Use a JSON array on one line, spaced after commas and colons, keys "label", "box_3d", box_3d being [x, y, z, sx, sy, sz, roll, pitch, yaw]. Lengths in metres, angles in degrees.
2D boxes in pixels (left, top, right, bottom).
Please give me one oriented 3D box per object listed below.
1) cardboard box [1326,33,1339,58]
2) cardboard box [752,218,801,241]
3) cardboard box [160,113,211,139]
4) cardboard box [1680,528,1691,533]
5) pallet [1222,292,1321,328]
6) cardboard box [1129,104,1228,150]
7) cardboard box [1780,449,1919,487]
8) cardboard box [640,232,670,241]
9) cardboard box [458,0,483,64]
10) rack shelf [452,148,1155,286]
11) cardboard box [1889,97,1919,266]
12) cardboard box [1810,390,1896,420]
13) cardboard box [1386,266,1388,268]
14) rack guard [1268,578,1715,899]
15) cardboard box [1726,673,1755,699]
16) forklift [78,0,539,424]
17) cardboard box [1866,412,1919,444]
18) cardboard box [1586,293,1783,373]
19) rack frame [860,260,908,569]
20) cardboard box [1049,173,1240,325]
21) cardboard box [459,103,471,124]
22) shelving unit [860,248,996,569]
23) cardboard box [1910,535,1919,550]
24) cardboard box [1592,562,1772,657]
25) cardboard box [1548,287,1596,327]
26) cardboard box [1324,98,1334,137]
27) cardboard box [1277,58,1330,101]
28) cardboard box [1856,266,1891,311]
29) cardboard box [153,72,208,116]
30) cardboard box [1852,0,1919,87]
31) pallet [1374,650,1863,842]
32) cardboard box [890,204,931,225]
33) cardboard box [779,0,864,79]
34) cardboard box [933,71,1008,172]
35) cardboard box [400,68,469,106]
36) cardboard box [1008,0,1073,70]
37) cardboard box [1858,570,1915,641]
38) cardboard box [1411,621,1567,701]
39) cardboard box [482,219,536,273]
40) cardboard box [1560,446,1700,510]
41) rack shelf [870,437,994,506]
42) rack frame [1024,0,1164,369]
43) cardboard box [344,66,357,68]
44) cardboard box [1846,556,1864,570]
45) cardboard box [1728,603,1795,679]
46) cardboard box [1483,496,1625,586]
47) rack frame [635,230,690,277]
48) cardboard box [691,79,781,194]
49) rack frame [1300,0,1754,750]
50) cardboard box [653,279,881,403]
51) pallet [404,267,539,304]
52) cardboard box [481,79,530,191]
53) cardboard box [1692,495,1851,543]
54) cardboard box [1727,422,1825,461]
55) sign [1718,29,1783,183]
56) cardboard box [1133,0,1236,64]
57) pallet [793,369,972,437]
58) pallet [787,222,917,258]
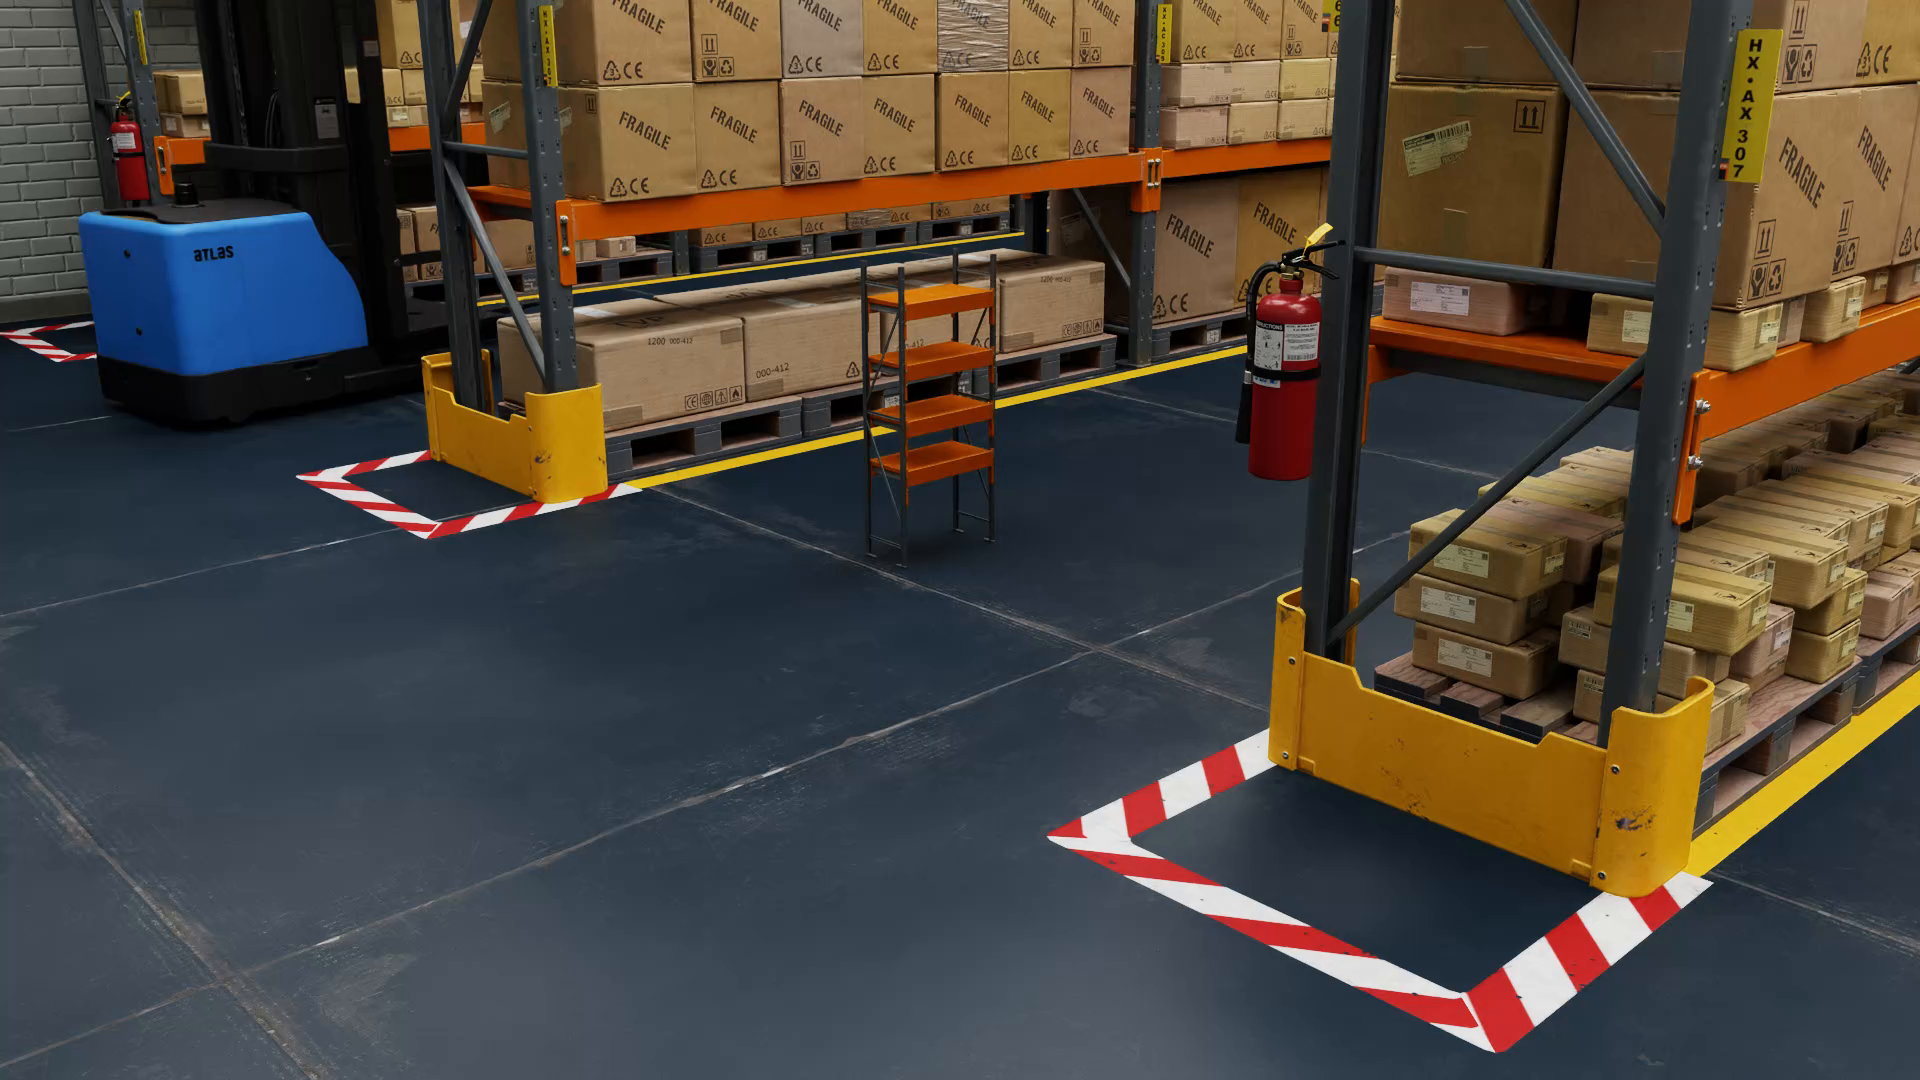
[{"label": "cardboard box", "box_3d": [2.402, -3.483, 11.082, 0.500, 0.500, 0.500, -17, 24, -42]}, {"label": "cardboard box", "box_3d": [-1.730, -2.890, 14.407, 0.500, 0.500, 0.500, -17, 24, -42]}, {"label": "cardboard box", "box_3d": [-5.095, -2.753, 11.021, 0.250, 0.149, 0.380, -16, 24, -41]}, {"label": "cardboard box", "box_3d": [2.195, 0.029, 5.490, 0.250, 0.149, 0.380, -17, 24, -41]}, {"label": "pallet", "box_3d": [2.193, -1.715, 11.931, 1.213, 0.211, 1.003, -16, 24, -41]}, {"label": "cardboard box", "box_3d": [1.298, -2.564, 10.271, 0.500, 0.250, 0.500, -17, 25, -42]}, {"label": "cardboard box", "box_3d": [3.038, -0.185, 5.668, 0.250, 0.149, 0.380, -16, 24, -41]}, {"label": "cardboard box", "box_3d": [-2.463, -2.893, 14.417, 0.500, 0.500, 0.500, -16, 24, -41]}, {"label": "cardboard box", "box_3d": [-3.881, -3.883, 12.643, 0.500, 0.500, 0.500, -17, 25, -42]}, {"label": "rack shelf", "box_3d": [-0.656, -1.835, 8.947, 4.000, 0.370, 1.077, -16, 24, -41]}, {"label": "cardboard box", "box_3d": [2.617, -1.108, 4.893, 0.500, 0.500, 0.500, -16, 24, -40]}, {"label": "cardboard box", "box_3d": [3.488, -0.503, 6.650, 0.250, 0.149, 0.380, -17, 24, -42]}, {"label": "cardboard box", "box_3d": [3.144, -2.510, 12.626, 0.875, 0.875, 0.875, -17, 24, -41]}, {"label": "rack guard", "box_3d": [1.420, 0.508, 4.608, 0.348, 0.500, 1.175, -16, 24, -41]}, {"label": "cardboard box", "box_3d": [2.099, 0.378, 4.897, 0.250, 0.149, 0.380, -16, 24, -41]}, {"label": "forklift", "box_3d": [-3.460, -2.401, 9.637, 1.130, 2.935, 3.031, 13, 22, 35]}, {"label": "cardboard box", "box_3d": [3.615, -0.351, 6.180, 0.250, 0.149, 0.380, -15, 23, -39]}, {"label": "cardboard box", "box_3d": [1.825, -0.541, 4.197, 0.250, 0.149, 0.380, -17, 24, -41]}, {"label": "rack frame", "box_3d": [-0.298, -0.484, 6.532, 0.015, 1.200, 0.240, -16, 24, -41]}, {"label": "cardboard box", "box_3d": [1.192, -1.939, 10.866, 0.875, 0.875, 0.875, -15, 23, -39]}, {"label": "cardboard box", "box_3d": [-3.808, -3.146, 12.231, 0.250, 0.149, 0.380, -16, 24, -41]}, {"label": "shelving unit", "box_3d": [-0.120, -0.536, 6.691, 0.503, 1.200, 0.258, -16, 24, -41]}, {"label": "cardboard box", "box_3d": [3.260, -0.097, 5.881, 0.380, 0.149, 0.250, 17, 24, 41]}, {"label": "cardboard box", "box_3d": [1.979, 0.173, 4.564, 0.380, 0.149, 0.250, 17, 24, 41]}, {"label": "cardboard box", "box_3d": [1.614, -0.723, 4.757, 0.250, 0.149, 0.380, -16, 24, -41]}, {"label": "cardboard box", "box_3d": [2.426, -2.882, 11.255, 0.500, 0.250, 0.500, -17, 24, -42]}, {"label": "cardboard box", "box_3d": [2.055, -3.015, 10.853, 0.500, 0.250, 0.500, -16, 24, -40]}, {"label": "cardboard box", "box_3d": [2.522, -0.787, 4.955, 0.250, 0.149, 0.380, -17, 24, -41]}, {"label": "cardboard box", "box_3d": [-5.008, -2.971, 11.045, 0.500, 0.250, 0.500, -16, 24, -41]}, {"label": "cardboard box", "box_3d": [2.236, -1.474, 4.402, 0.500, 0.500, 0.500, -15, 23, -39]}, {"label": "pallet", "box_3d": [2.035, 0.481, 5.159, 1.213, 0.211, 1.003, -16, 24, -41]}, {"label": "cardboard box", "box_3d": [-0.618, -3.218, 15.418, 0.500, 0.500, 0.500, -15, 23, -39]}, {"label": "cardboard box", "box_3d": [-0.826, -2.536, 8.160, 0.500, 0.500, 0.500, -16, 24, -41]}, {"label": "cardboard box", "box_3d": [-0.090, -2.273, 8.969, 0.500, 0.500, 0.500, -17, 24, -42]}, {"label": "cardboard box", "box_3d": [-3.919, -3.299, 12.057, 0.500, 0.250, 0.500, -17, 25, -42]}, {"label": "cardboard box", "box_3d": [0.270, -2.856, 9.148, 0.500, 0.500, 0.500, -17, 24, -42]}, {"label": "cardboard box", "box_3d": [2.897, 0.185, 5.491, 0.380, 0.149, 0.250, 16, 24, 41]}, {"label": "cardboard box", "box_3d": [1.604, 0.333, 5.036, 0.250, 0.149, 0.380, -16, 24, -40]}, {"label": "cardboard box", "box_3d": [-3.611, -2.376, 12.822, 0.700, 0.500, 0.500, 17, 24, 42]}, {"label": "cardboard box", "box_3d": [2.287, -0.195, 5.699, 0.250, 0.149, 0.380, -15, 23, -39]}, {"label": "rack shelf", "box_3d": [-0.120, -0.283, 6.773, 0.480, 0.148, 0.258, -16, 24, -41]}, {"label": "rack frame", "box_3d": [0.797, -2.601, 10.143, 0.127, 3.000, 1.000, -16, 24, -41]}, {"label": "cardboard box", "box_3d": [-4.632, -3.305, 12.075, 0.500, 0.250, 0.500, -15, 23, -39]}, {"label": "cardboard box", "box_3d": [2.665, 0.071, 5.360, 0.380, 0.149, 0.250, 16, 24, 41]}, {"label": "cardboard box", "box_3d": [2.160, 0.251, 4.807, 0.250, 0.149, 0.380, -16, 24, -41]}, {"label": "cardboard box", "box_3d": [1.797, -0.001, 5.102, 0.250, 0.149, 0.380, -16, 24, -40]}, {"label": "rack frame", "box_3d": [-2.616, -3.712, 13.571, 0.127, 3.000, 1.000, -16, 24, -41]}, {"label": "cardboard box", "box_3d": [-1.215, -1.952, 7.978, 0.500, 0.500, 0.500, -17, 24, -42]}, {"label": "rack frame", "box_3d": [1.365, -0.665, 4.173, 0.127, 3.000, 1.000, -16, 24, -41]}, {"label": "cardboard box", "box_3d": [-1.039, -1.092, 8.963, 0.875, 0.438, 0.875, -15, 24, -39]}, {"label": "pallet", "box_3d": [-4.002, -1.981, 12.752, 1.213, 0.211, 1.003, -16, 24, -41]}, {"label": "cardboard box", "box_3d": [-1.941, -1.962, 8.011, 0.500, 0.500, 0.500, -16, 24, -41]}, {"label": "cardboard box", "box_3d": [2.491, -0.008, 5.123, 0.380, 0.149, 0.250, 16, 24, 41]}, {"label": "cardboard box", "box_3d": [2.932, -0.331, 6.119, 0.380, 0.149, 0.250, 17, 24, 42]}, {"label": "sign", "box_3d": [1.738, -0.956, 3.665, 0.005, 0.325, 0.100, -16, 24, -41]}, {"label": "cardboard box", "box_3d": [1.314, -3.153, 10.062, 0.500, 0.500, 0.500, -16, 24, -40]}, {"label": "pallet", "box_3d": [-0.696, -0.871, 9.329, 1.213, 0.211, 1.003, -16, 24, -41]}, {"label": "pallet", "box_3d": [-1.164, -2.827, 15.360, 1.213, 0.211, 1.003, -16, 24, -41]}]
